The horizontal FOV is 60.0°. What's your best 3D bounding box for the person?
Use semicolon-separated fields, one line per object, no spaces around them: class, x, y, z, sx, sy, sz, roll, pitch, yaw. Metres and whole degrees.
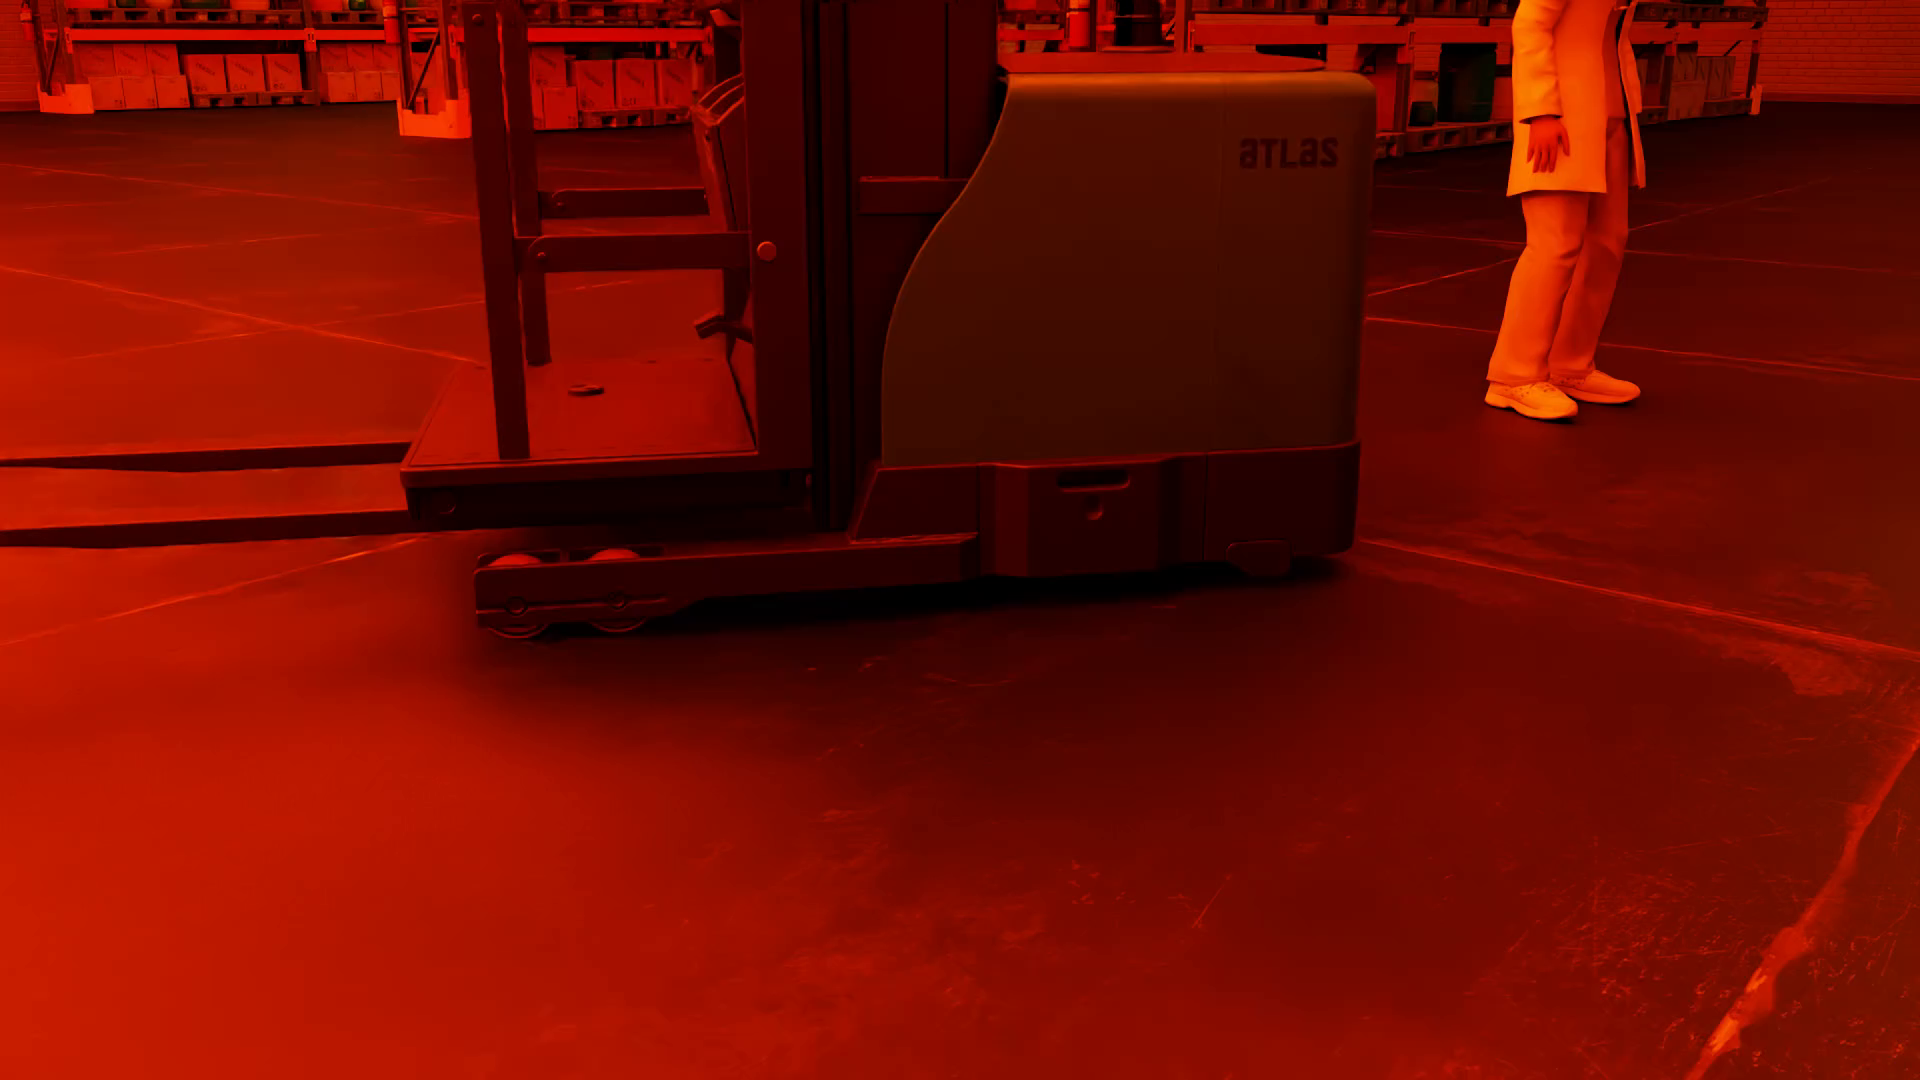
person;1.932;-1.296;5.159;0.644;1.772;0.428;-15;22;-40

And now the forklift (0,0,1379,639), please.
forklift;-0.697;-1.372;3.417;3.031;2.935;1.130;-3;17;-11
